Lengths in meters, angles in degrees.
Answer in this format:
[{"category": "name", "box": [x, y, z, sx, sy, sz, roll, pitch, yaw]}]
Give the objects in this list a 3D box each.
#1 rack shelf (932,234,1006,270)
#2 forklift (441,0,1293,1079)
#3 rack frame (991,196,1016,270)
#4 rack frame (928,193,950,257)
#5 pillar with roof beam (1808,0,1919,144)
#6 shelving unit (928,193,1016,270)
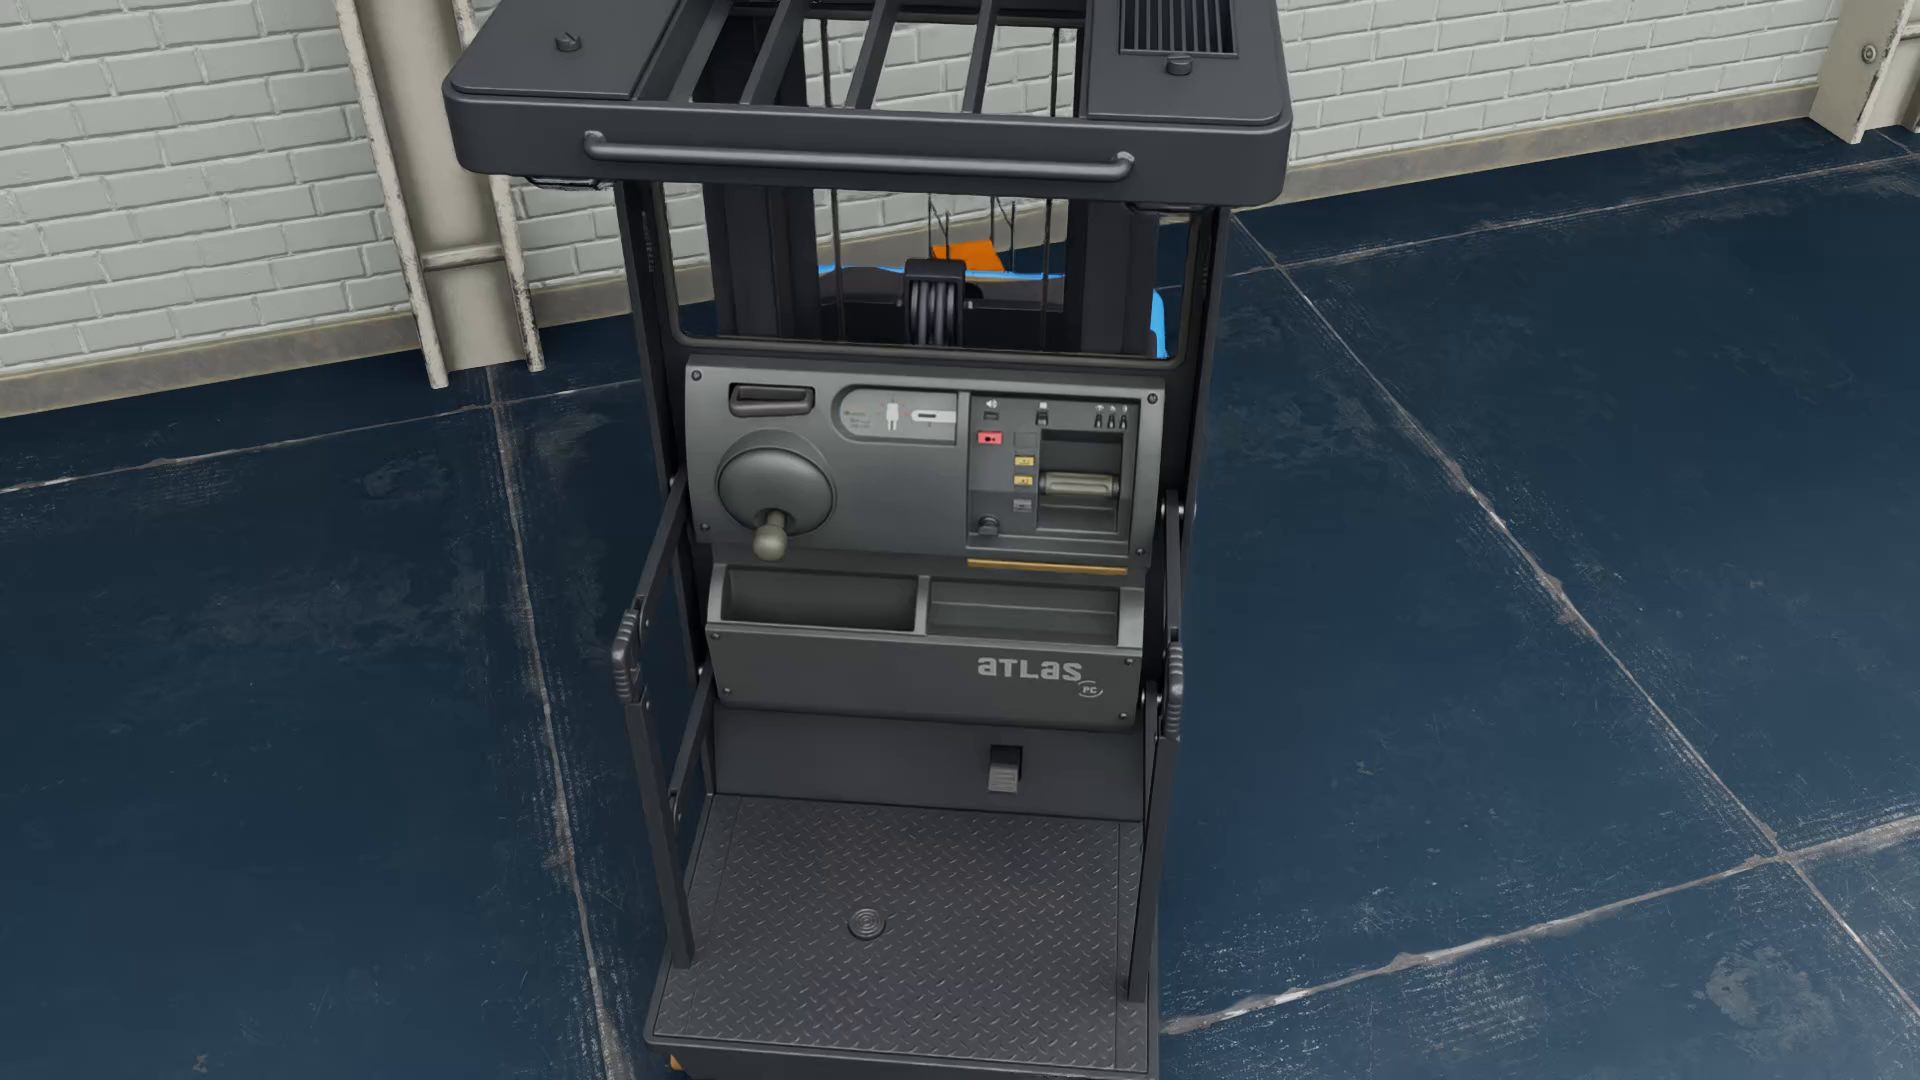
[{"category": "rack shelf", "box": [0.031, -0.748, 4.715, 0.180, 0.103, 0.258, -9, 42, -10]}, {"category": "forklift", "box": [-0.091, -0.060, 3.091, 1.130, 2.935, 3.031, 3, 41, 4]}, {"category": "rack frame", "box": [0.119, -0.525, 4.939, 0.006, 1.200, 0.240, -9, 42, -10]}, {"category": "rack frame", "box": [-0.058, -0.496, 4.906, 0.006, 1.200, 0.240, -9, 42, -10]}, {"category": "pillar with roof beam", "box": [5.299, -2.540, 1.318, 0.400, 9.000, 9.100, -12, 42, -13]}, {"category": "shelving unit", "box": [0.031, -0.511, 4.922, 0.189, 1.200, 0.258, -9, 42, -10]}]
